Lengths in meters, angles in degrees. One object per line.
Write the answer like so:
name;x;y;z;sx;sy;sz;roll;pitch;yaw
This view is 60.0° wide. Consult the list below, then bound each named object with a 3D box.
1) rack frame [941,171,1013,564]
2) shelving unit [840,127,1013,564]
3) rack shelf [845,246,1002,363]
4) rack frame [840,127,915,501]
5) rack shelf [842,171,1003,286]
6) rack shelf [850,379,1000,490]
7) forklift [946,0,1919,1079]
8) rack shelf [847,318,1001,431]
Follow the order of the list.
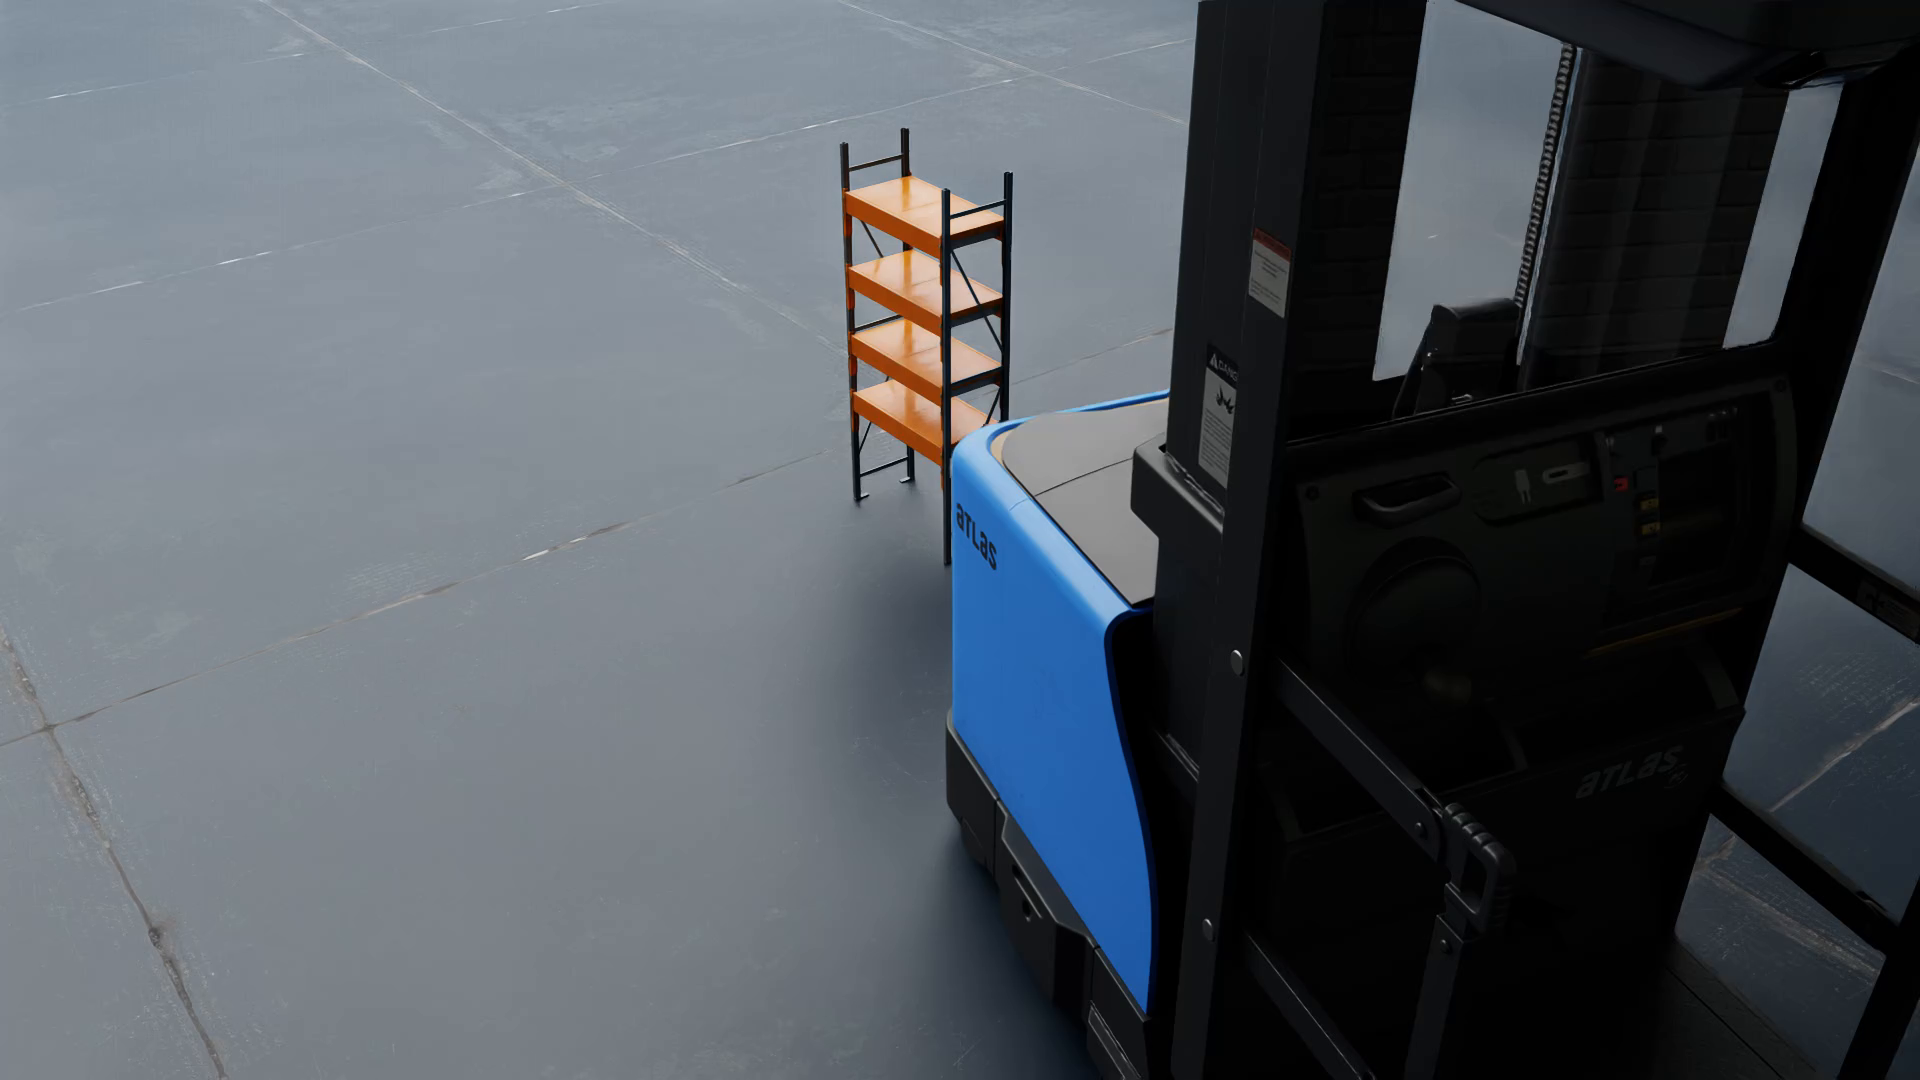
rack frame;0.048;-0.477;4.881;0.240;1.200;0.015;-22;38;-31
shelving unit;-0.101;-0.579;5.045;0.258;1.200;0.503;-22;38;-31
rack shelf;-0.101;-0.712;4.962;0.258;0.148;0.480;-22;38;-31
rack frame;-0.251;-0.680;5.208;0.240;1.200;0.015;-22;38;-31
rack shelf;-0.101;-0.912;4.837;0.258;0.148;0.480;-22;38;-31
rack shelf;-0.101;-0.353;5.185;0.258;0.148;0.480;-22;38;-31
forklift;1.004;0.047;2.396;1.130;2.935;3.031;-13;34;-19
rack shelf;-0.101;-0.522;5.080;0.258;0.148;0.480;-22;38;-31
